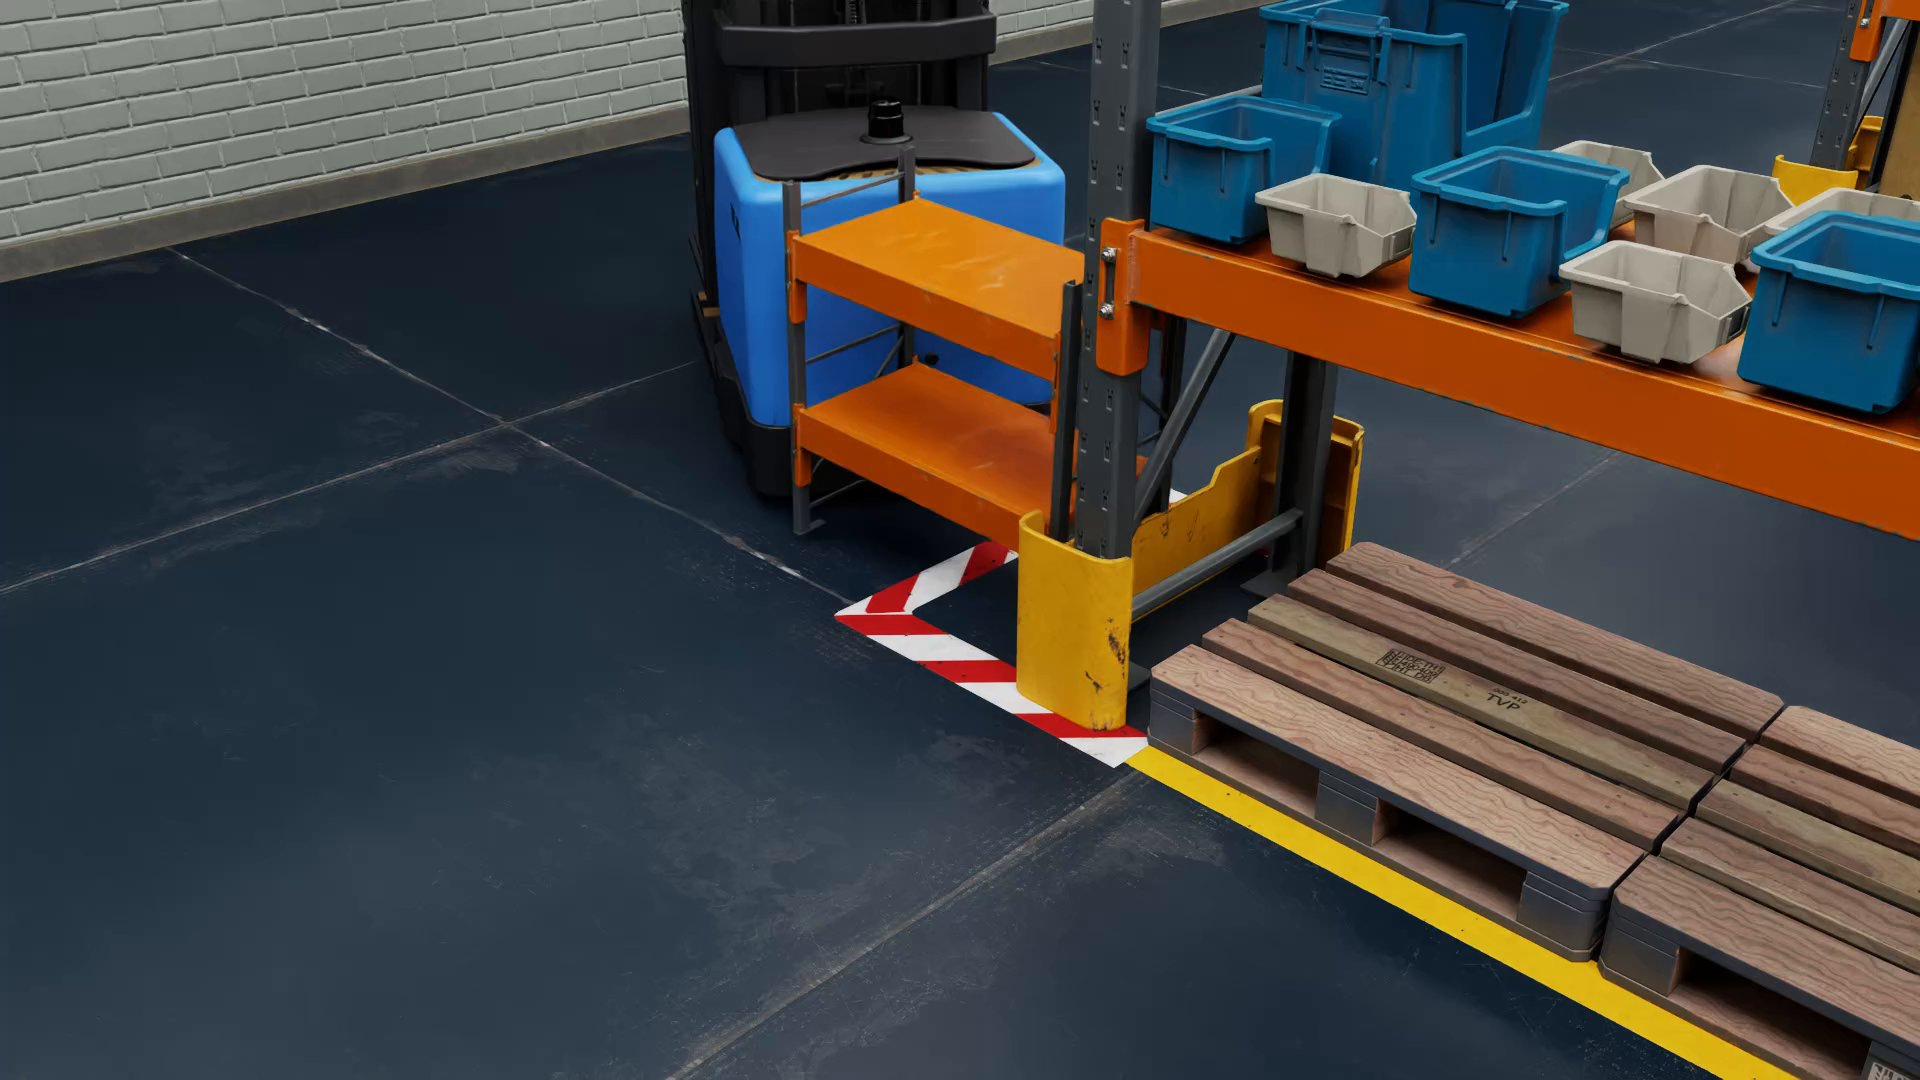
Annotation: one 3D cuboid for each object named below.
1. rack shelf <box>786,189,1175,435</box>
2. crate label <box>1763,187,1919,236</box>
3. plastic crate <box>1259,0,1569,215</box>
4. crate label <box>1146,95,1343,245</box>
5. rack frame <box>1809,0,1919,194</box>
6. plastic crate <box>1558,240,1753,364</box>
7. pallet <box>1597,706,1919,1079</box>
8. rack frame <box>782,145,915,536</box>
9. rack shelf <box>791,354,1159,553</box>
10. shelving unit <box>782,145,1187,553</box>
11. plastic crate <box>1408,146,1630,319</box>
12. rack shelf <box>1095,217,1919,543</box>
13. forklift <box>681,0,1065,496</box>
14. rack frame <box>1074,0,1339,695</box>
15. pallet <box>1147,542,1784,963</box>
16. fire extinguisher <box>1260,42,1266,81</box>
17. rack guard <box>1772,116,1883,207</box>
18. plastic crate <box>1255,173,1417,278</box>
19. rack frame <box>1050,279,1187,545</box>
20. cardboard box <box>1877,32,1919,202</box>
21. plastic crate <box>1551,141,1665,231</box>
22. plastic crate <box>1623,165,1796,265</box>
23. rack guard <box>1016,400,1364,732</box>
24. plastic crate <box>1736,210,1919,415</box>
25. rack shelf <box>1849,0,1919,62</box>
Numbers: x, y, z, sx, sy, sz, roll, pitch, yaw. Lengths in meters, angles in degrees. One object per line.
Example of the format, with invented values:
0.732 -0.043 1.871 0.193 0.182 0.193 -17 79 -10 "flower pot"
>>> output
0.053 -0.658 4.598 1.000 0.278 0.538 26 39 35 "rack shelf"
1.804 -0.586 3.360 0.243 0.136 0.396 25 36 38 "crate label"
1.053 -1.059 3.938 0.499 0.435 0.616 25 36 38 "plastic crate"
0.629 -0.827 3.714 0.303 0.233 0.416 25 36 38 "crate label"
4.156 -2.708 7.176 0.127 3.000 1.000 25 36 38 "rack frame"
1.283 -0.430 3.065 0.298 0.136 0.250 25 36 38 "plastic crate"
2.110 0.850 3.406 1.213 0.211 1.003 25 36 38 "pallet"
-0.325 -0.591 5.042 0.032 1.125 0.500 26 39 35 "rack frame"
0.042 -0.196 4.873 1.000 0.278 0.538 26 39 35 "rack shelf"
0.047 -0.406 4.748 1.048 1.125 0.538 26 39 35 "shelving unit"
1.098 -0.612 3.306 0.300 0.233 0.416 25 36 38 "plastic crate"
2.110 -0.093 2.977 4.000 0.370 1.077 25 36 38 "rack shelf"
-0.495 -2.106 6.105 1.130 2.935 3.031 -6 28 -12 "forklift"
0.683 -1.064 4.050 0.127 3.000 1.000 25 36 38 "rack frame"
1.244 0.452 4.163 1.213 0.211 1.003 25 36 38 "pallet"
0.894 -1.065 4.536 0.183 0.674 0.296 25 36 38 "fire extinguisher"
4.139 -1.609 7.773 0.348 0.500 1.175 25 36 38 "rack guard"
0.799 -0.652 3.485 0.298 0.136 0.250 25 36 38 "plastic crate"
0.418 -0.222 4.454 0.032 1.125 0.500 26 39 35 "rack frame"
4.668 -1.771 7.226 0.875 0.875 0.875 25 36 38 "cardboard box"
1.392 -0.768 3.706 0.243 0.136 0.396 25 36 38 "plastic crate"
1.588 -0.668 3.517 0.243 0.136 0.396 25 36 38 "plastic crate"
0.657 0.039 4.639 0.348 0.500 1.175 25 36 38 "rack guard"
1.568 -0.397 2.897 0.300 0.233 0.416 25 36 38 "plastic crate"
5.582 -1.737 6.103 4.000 0.370 1.077 25 36 38 "rack shelf"
